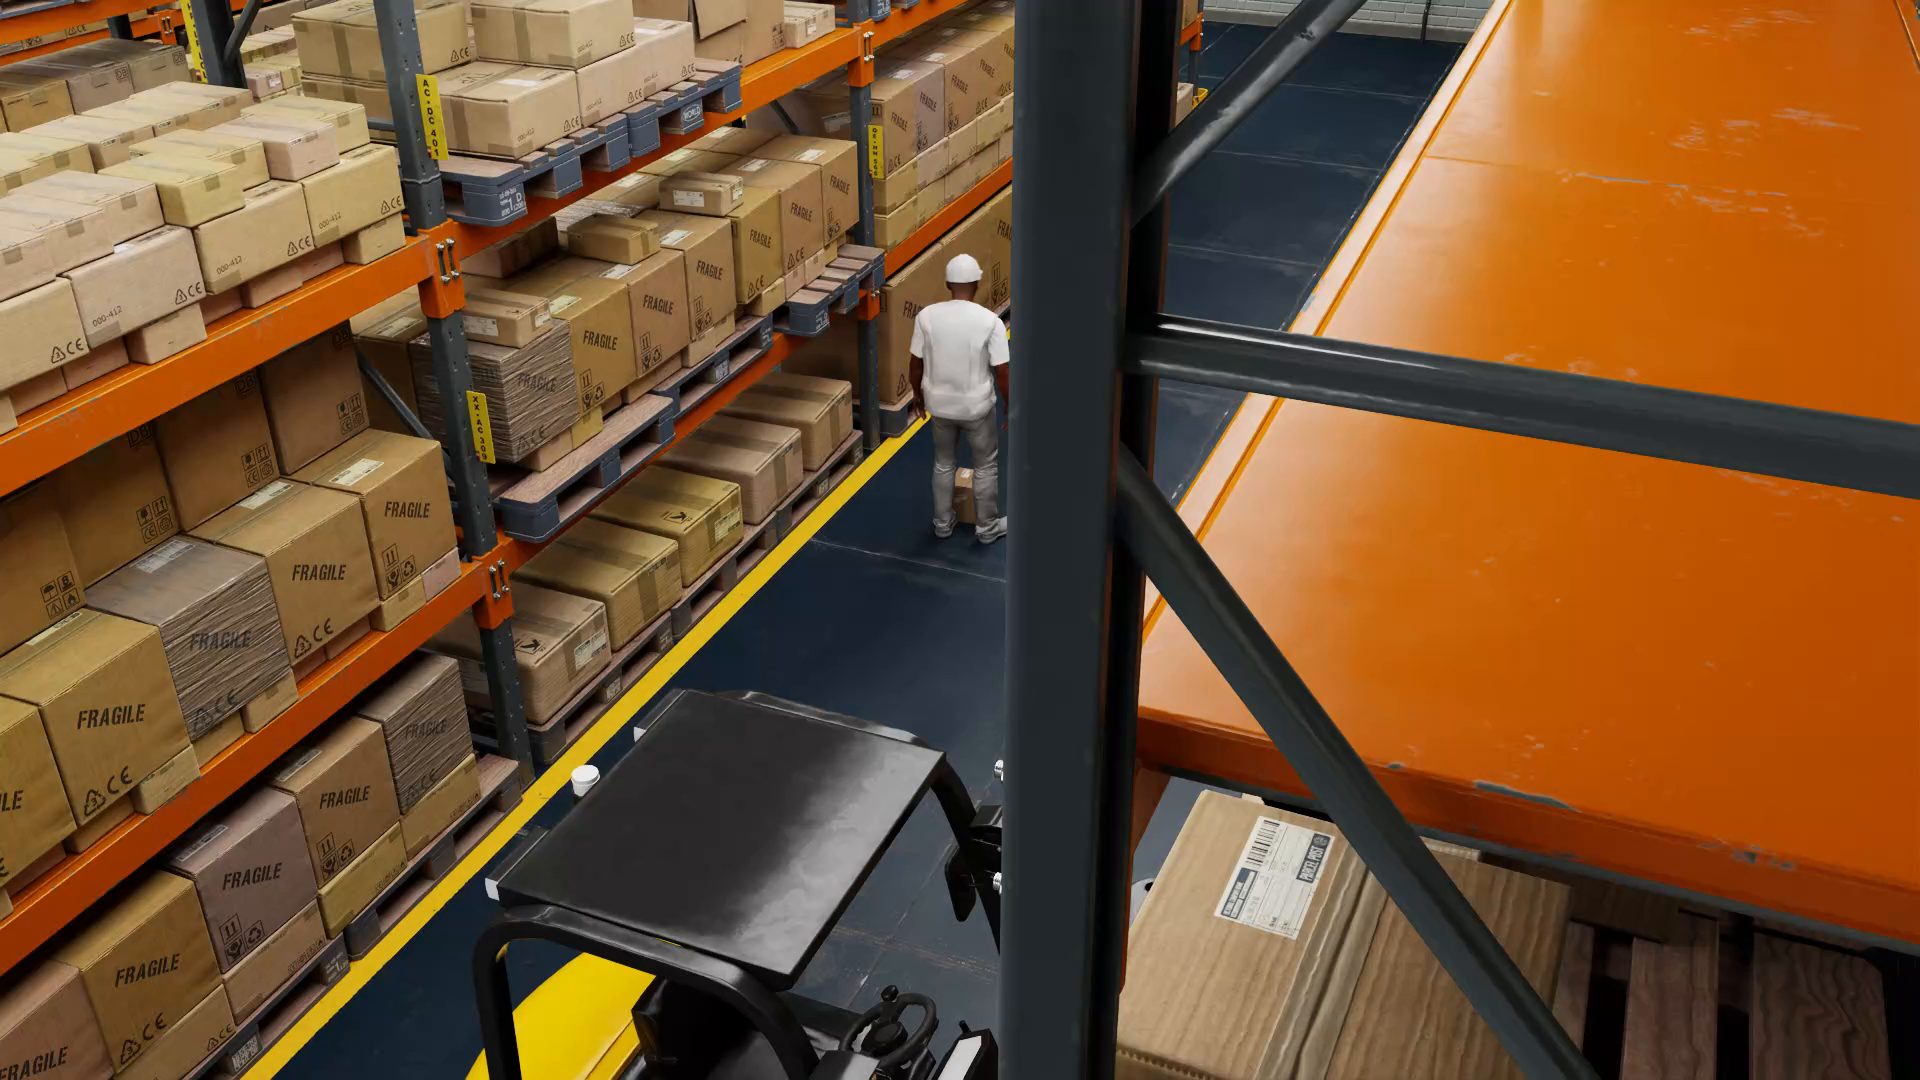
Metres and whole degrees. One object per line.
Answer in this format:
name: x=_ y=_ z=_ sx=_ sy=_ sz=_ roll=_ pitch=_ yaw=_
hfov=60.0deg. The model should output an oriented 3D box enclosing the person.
person: x=0.020 y=-0.821 z=9.837 sx=0.638 sy=1.757 sz=0.458 roll=9 pitch=31 yaw=16
